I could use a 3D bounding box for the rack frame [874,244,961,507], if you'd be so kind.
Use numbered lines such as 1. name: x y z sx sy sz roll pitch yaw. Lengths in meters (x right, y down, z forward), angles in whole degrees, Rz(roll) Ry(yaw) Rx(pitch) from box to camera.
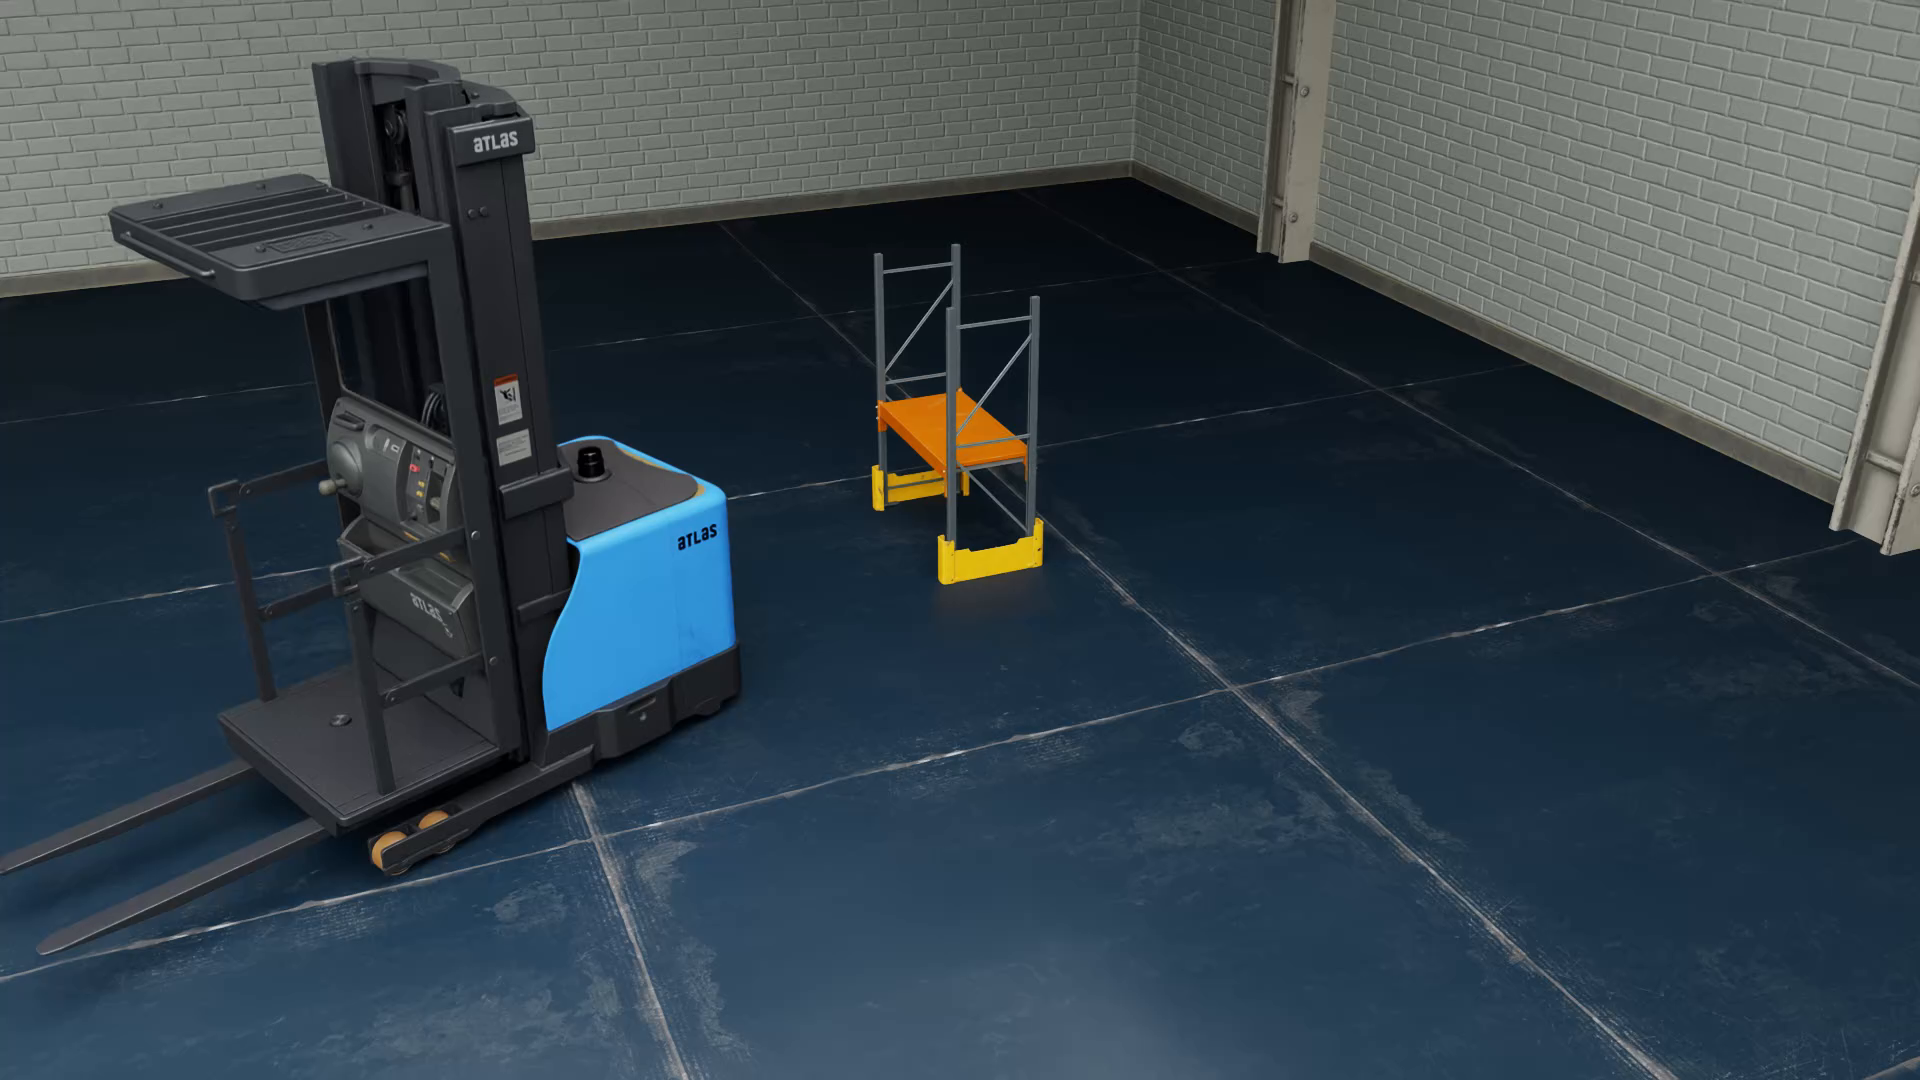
1. rack frame: -0.232 -0.914 9.412 0.500 1.500 0.032 -11 28 -21

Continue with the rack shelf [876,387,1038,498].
1. rack shelf: -0.033 -0.547 9.070 0.538 0.185 1.000 -11 28 -21

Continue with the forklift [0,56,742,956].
1. forklift: -2.390 -0.253 6.427 1.130 2.935 3.031 23 34 38

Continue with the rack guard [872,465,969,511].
1. rack guard: -0.225 -0.344 9.670 0.587 0.250 0.087 -11 28 -21

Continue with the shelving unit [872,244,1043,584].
1. shelving unit: -0.030 -0.705 8.984 0.587 1.500 1.083 -11 28 -21

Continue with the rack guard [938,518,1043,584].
1. rack guard: 0.165 0.058 8.846 0.587 0.250 0.087 -11 28 -21

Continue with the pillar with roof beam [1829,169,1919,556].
1. pillar with roof beam: 1.164 -3.323 5.800 9.100 9.000 0.400 -11 28 -21

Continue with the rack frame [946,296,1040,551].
1. rack frame: 0.166 -0.503 8.571 0.500 1.500 0.032 -11 28 -21

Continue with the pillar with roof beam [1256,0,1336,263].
1. pillar with roof beam: -1.186 -5.746 10.761 9.100 9.000 0.400 -11 28 -21
